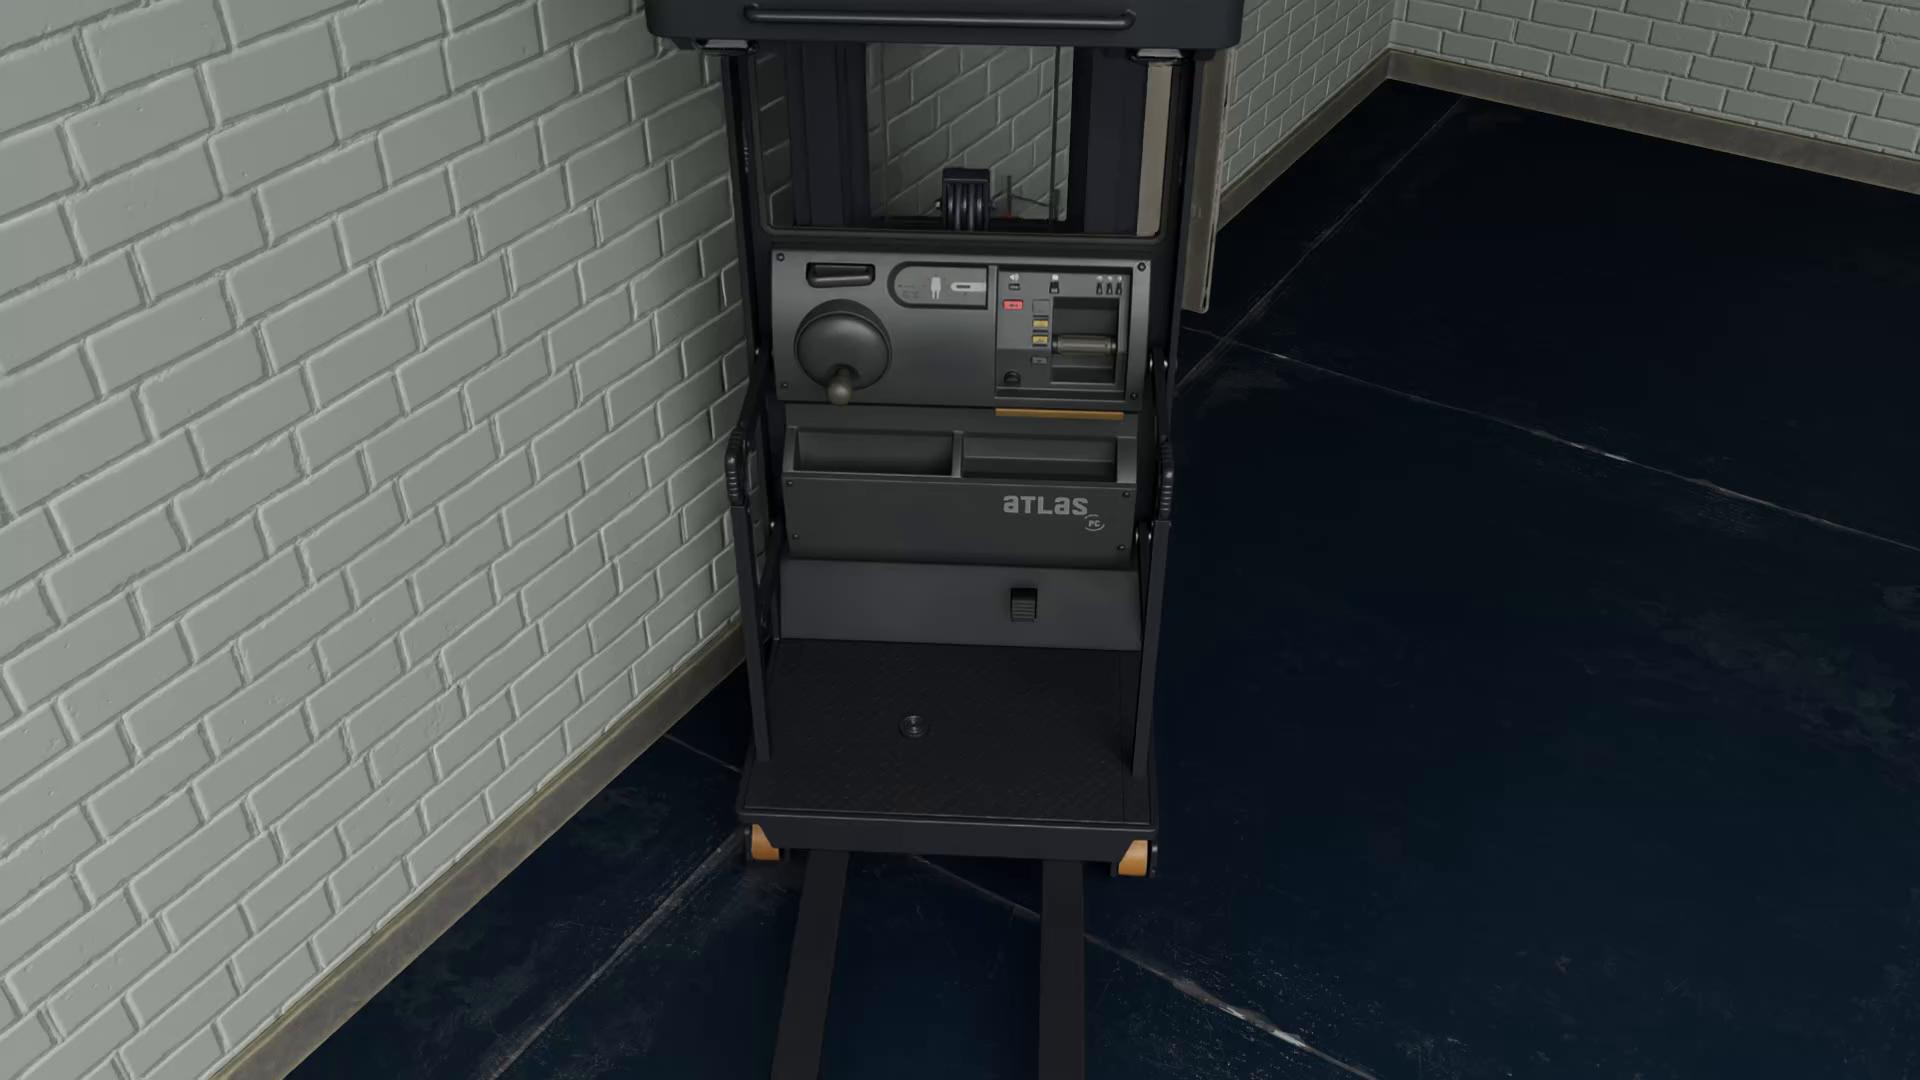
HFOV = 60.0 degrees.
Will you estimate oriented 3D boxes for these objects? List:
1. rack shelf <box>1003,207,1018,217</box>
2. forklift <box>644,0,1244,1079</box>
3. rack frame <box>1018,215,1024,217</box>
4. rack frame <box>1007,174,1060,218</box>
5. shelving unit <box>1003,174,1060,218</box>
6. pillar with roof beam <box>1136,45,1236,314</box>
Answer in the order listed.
[{"bbox_3d":[0.184,-0.946,5.669,0.215,0.259,0.240,21,42,25],"label":"rack shelf"},{"bbox_3d":[-0.011,-0.450,3.933,1.130,2.935,3.031,2,38,3],"label":"forklift"},{"bbox_3d":[0.119,-0.666,5.754,0.200,1.050,0.008,21,42,25],"label":"rack frame"},{"bbox_3d":[0.248,-0.792,5.918,0.200,1.050,0.008,21,42,25],"label":"rack frame"},{"bbox_3d":[0.184,-0.729,5.836,0.215,1.050,0.252,21,42,25],"label":"shelving unit"},{"bbox_3d":[4.451,-3.083,2.378,9.100,9.000,0.400,21,42,25],"label":"pillar with roof beam"}]
